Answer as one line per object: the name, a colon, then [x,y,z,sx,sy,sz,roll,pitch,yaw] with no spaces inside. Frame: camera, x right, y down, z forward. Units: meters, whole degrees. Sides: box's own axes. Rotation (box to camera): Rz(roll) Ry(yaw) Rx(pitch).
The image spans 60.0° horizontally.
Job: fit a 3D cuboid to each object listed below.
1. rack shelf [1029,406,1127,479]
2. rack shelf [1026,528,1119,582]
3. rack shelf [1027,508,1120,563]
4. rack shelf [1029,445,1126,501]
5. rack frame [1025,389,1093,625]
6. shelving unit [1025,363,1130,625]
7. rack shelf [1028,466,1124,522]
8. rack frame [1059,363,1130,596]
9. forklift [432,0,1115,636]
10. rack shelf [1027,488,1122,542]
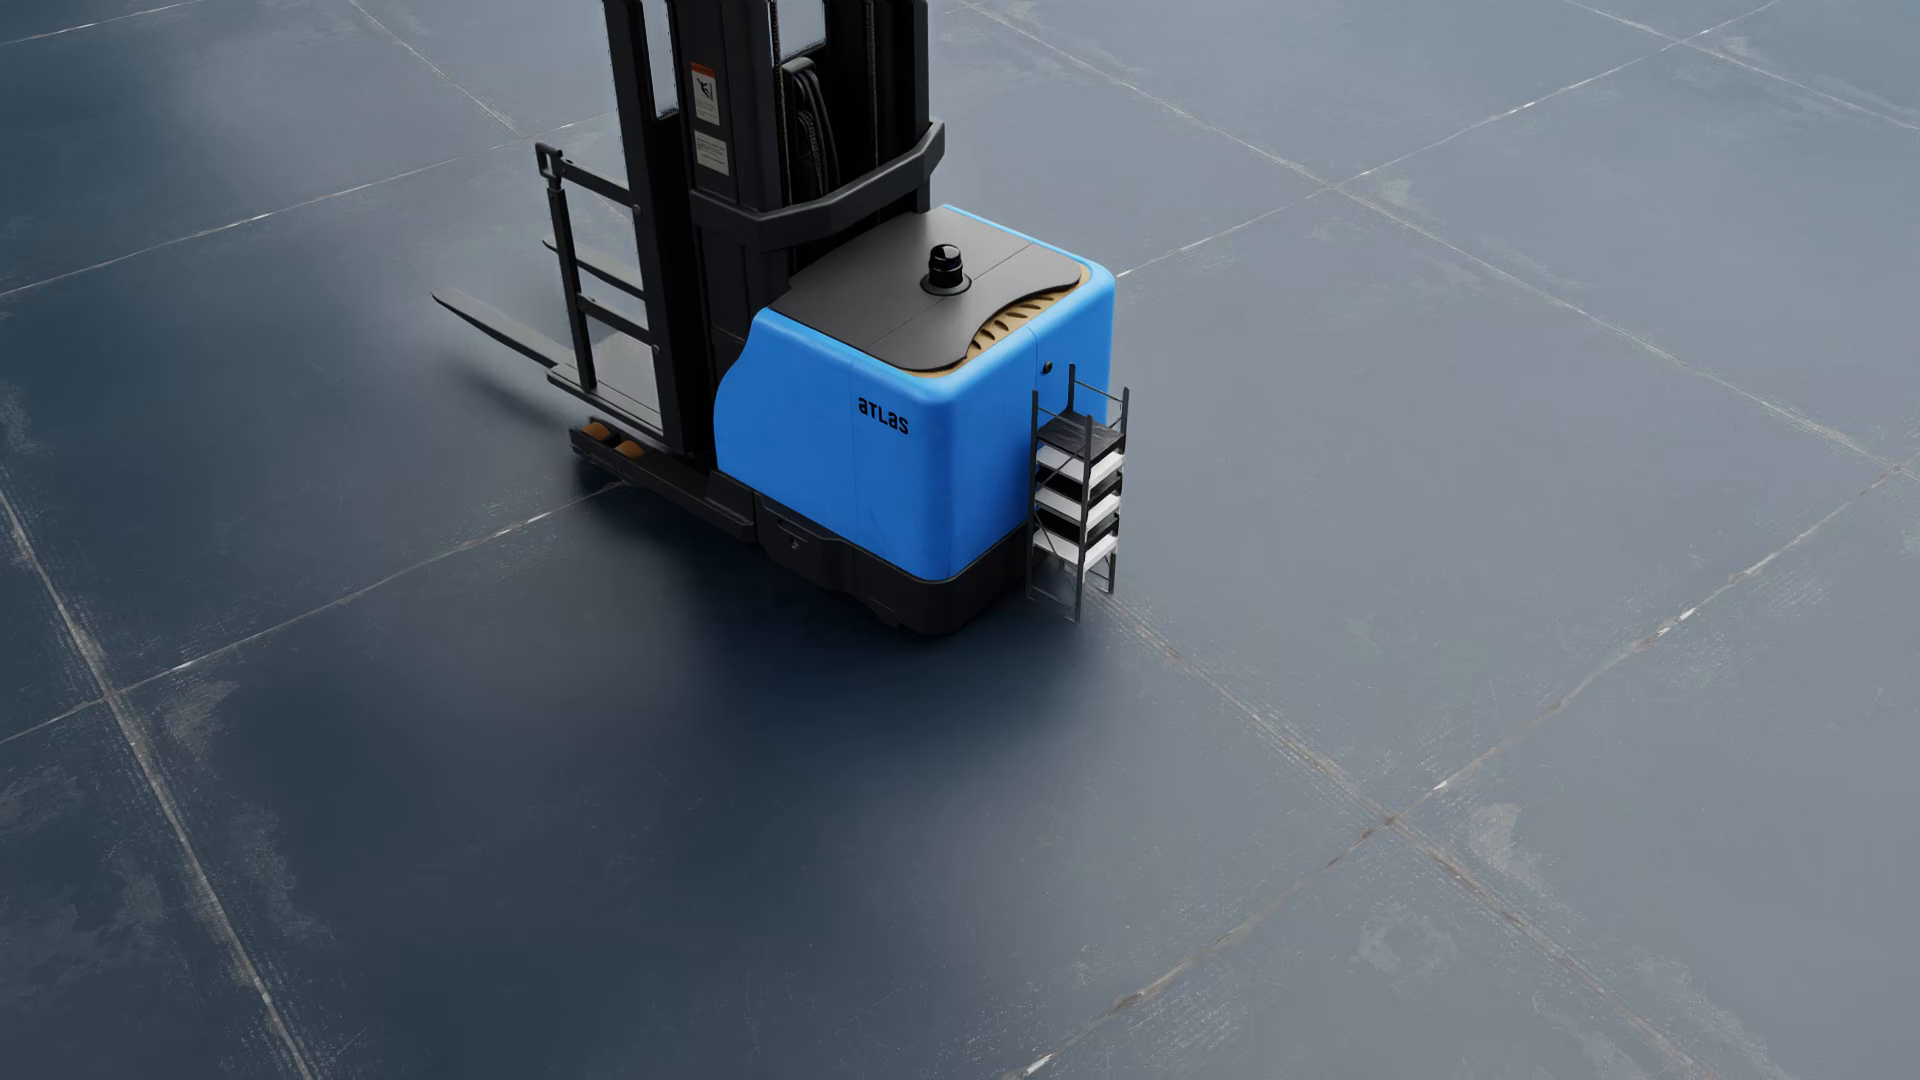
rack shelf: [0.396,-0.328,5.567,0.258,0.077,0.200,28,47,29]
rack shelf: [0.395,0.019,5.853,0.258,0.077,0.200,28,47,29]
rack shelf: [0.395,-0.050,5.796,0.258,0.077,0.200,28,47,29]
rack shelf: [0.395,-0.259,5.624,0.258,0.077,0.200,28,47,29]
rack frame: [0.331,-0.096,5.657,0.240,0.900,0.006,28,47,29]
shelving unit: [0.395,-0.146,5.717,0.258,0.900,0.210,28,47,29]
rack shelf: [0.395,-0.189,5.681,0.258,0.077,0.200,28,47,29]
rack frame: [0.460,-0.196,5.778,0.240,0.900,0.006,28,47,29]
forklift: [-0.910,-1.585,5.871,3.031,2.935,1.130,28,47,29]
rack shelf: [0.395,-0.120,5.739,0.258,0.077,0.200,28,47,29]
